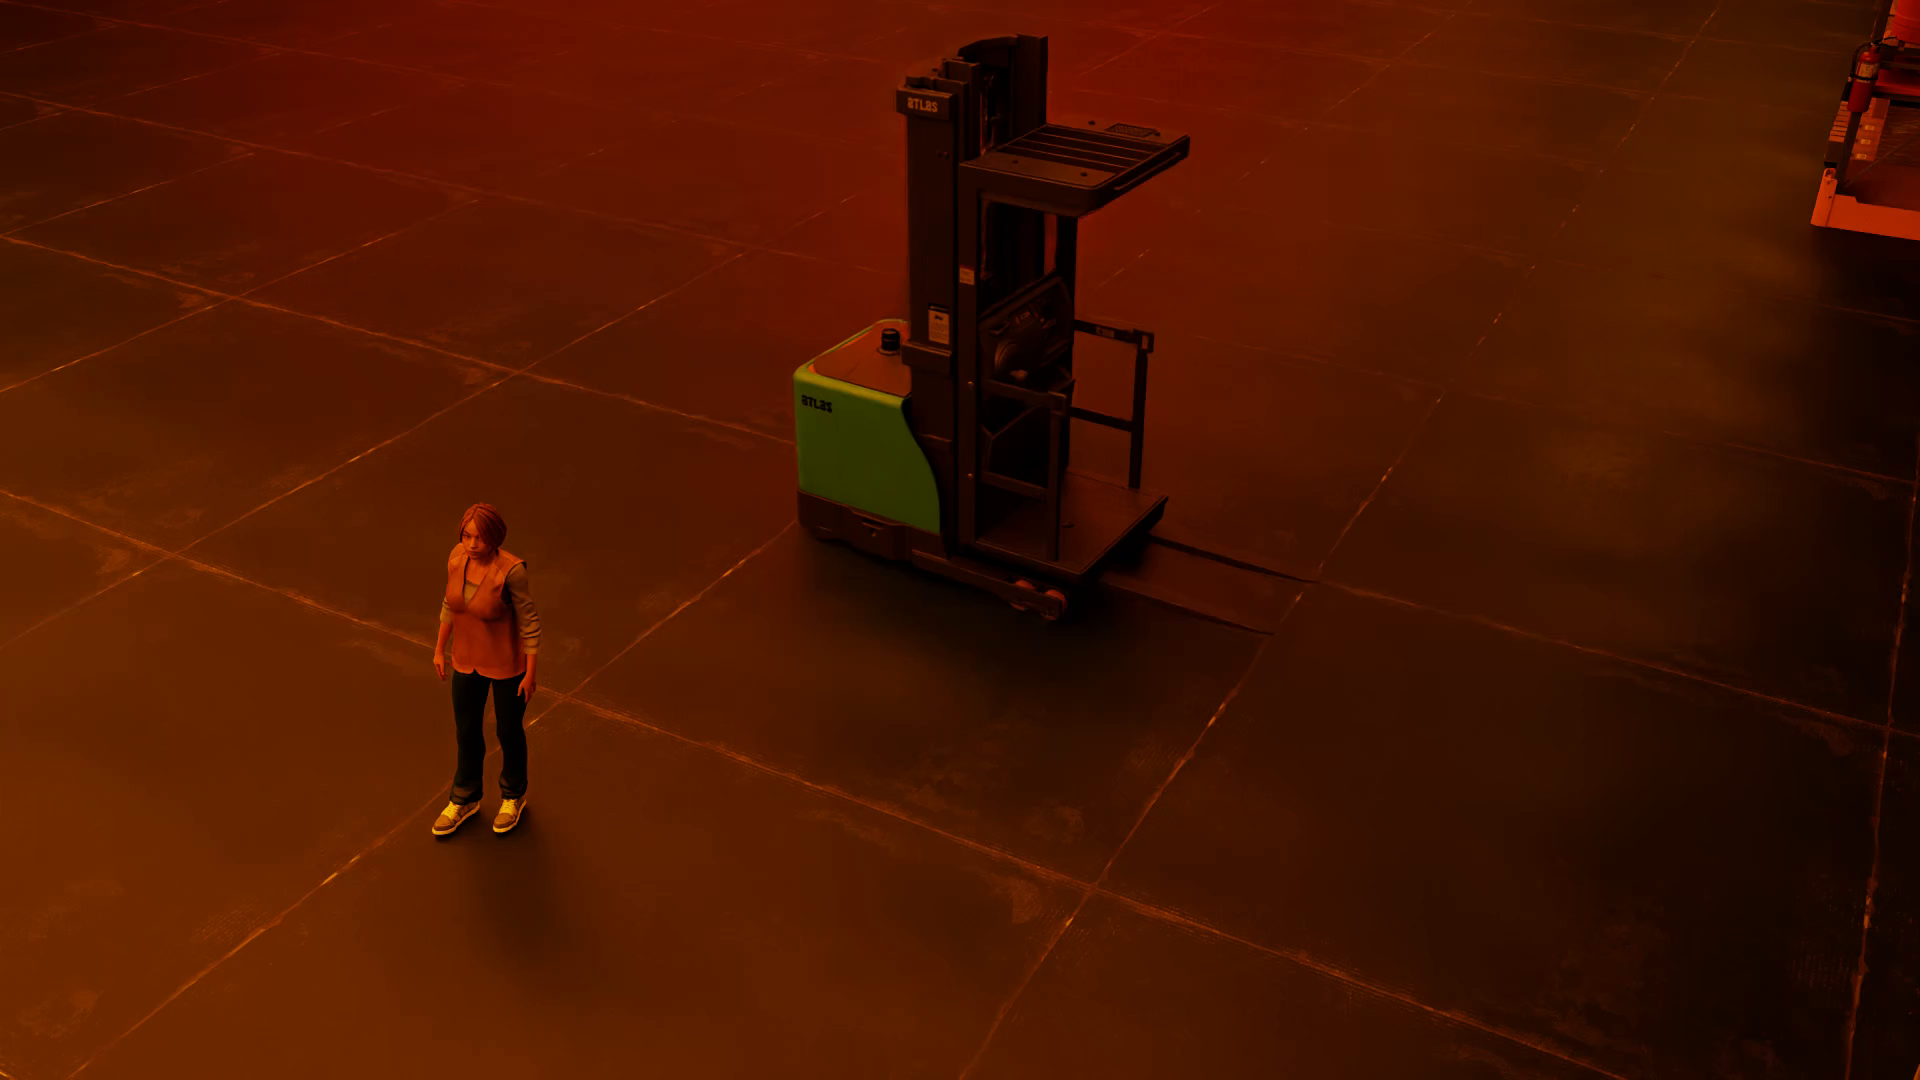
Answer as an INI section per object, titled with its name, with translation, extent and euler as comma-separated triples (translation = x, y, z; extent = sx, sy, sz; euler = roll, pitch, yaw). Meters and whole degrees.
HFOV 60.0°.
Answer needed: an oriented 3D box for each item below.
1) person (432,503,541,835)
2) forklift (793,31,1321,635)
[person]
translation = -2.121, 0.596, 7.358
extent = 0.520, 1.597, 0.475
euler = 9, 31, 15
[forklift]
translation = 0.540, -1.128, 9.026
extent = 3.031, 2.935, 1.130
euler = 17, 34, 27
